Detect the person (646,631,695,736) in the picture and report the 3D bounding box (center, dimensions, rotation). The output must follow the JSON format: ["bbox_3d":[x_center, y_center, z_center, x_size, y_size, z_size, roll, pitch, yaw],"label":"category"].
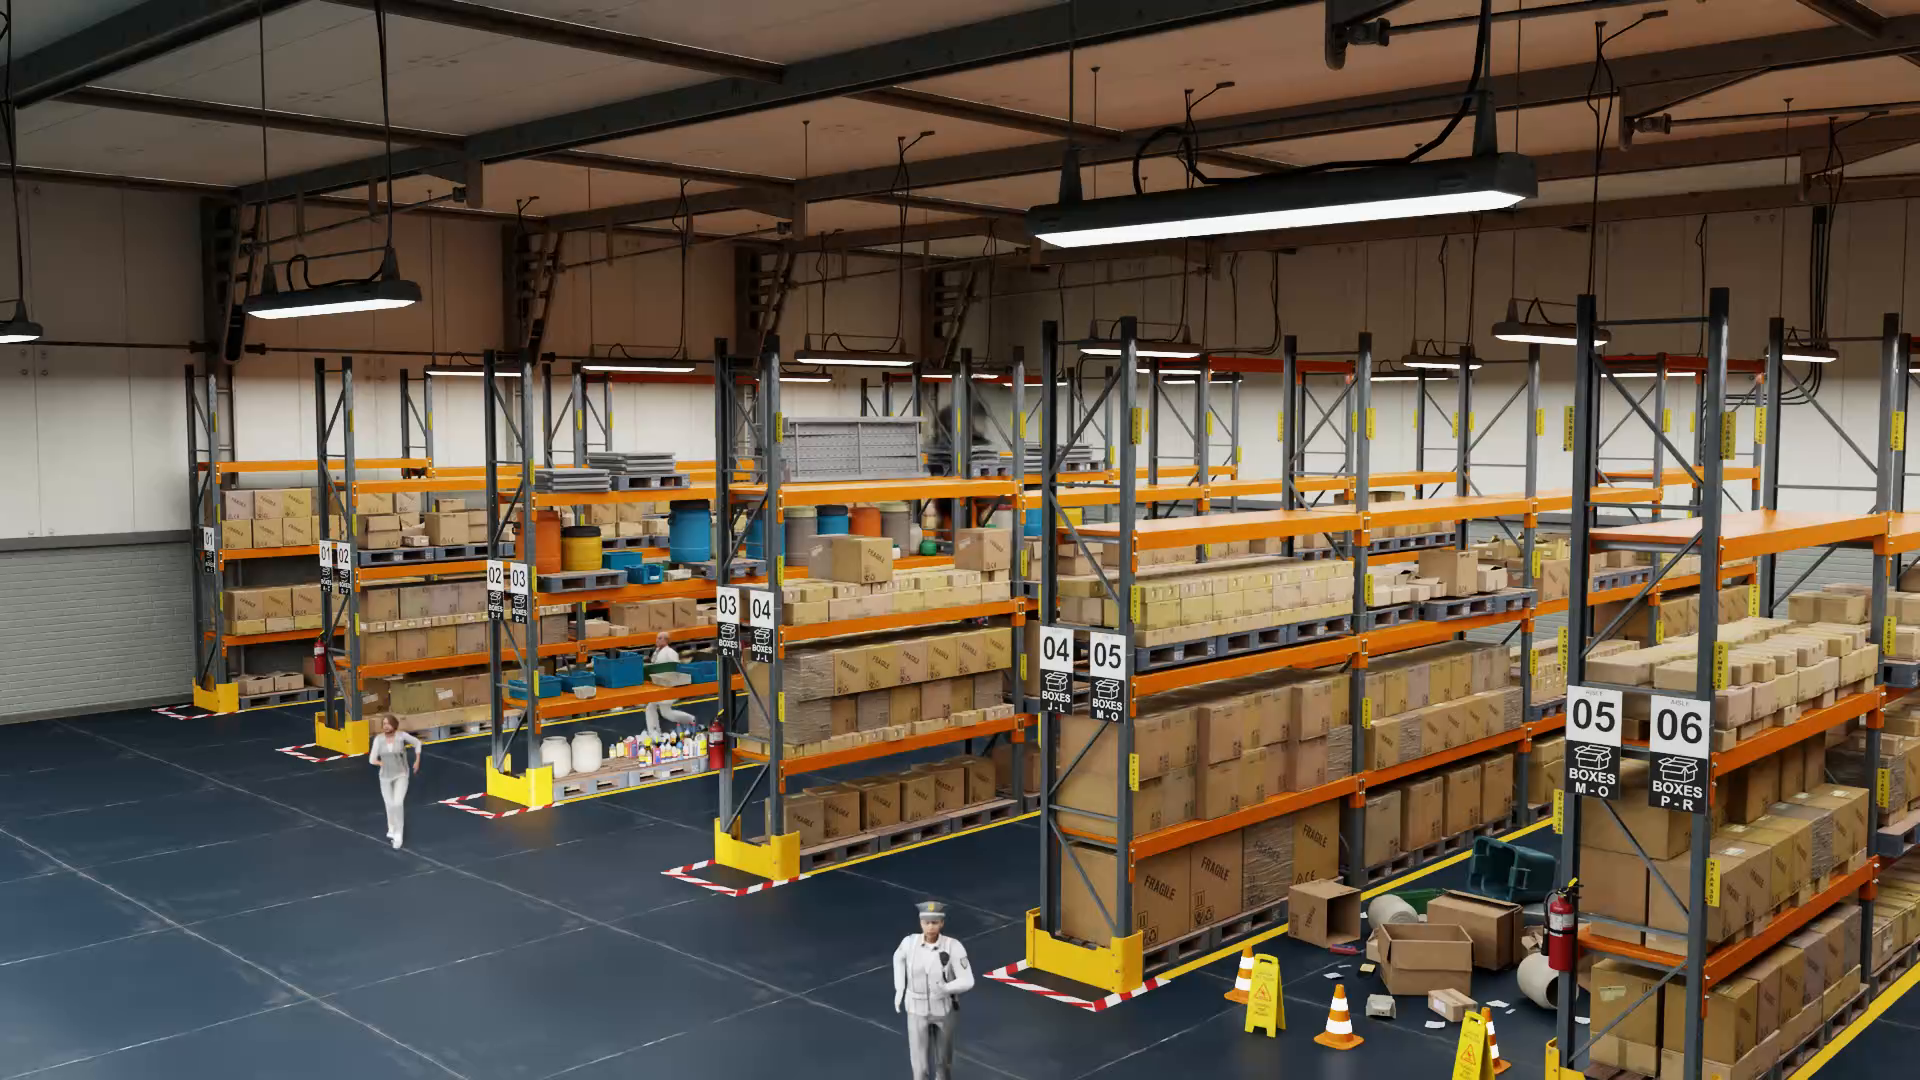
[{"bbox_3d":[-4.625,2.296,25.937,0.869,1.751,0.743,-4,6,-42],"label":"person"}]

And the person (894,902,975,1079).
[{"bbox_3d":[-0.191,3.383,11.893,0.600,1.699,0.927,0,4,3],"label":"person"}]

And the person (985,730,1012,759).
[{"bbox_3d":[0.581,2.505,23.818,0.583,1.633,0.886,4,6,39],"label":"person"}]

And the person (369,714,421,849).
[{"bbox_3d":[-6.715,2.852,19.775,0.545,1.593,0.815,0,4,-5],"label":"person"}]
